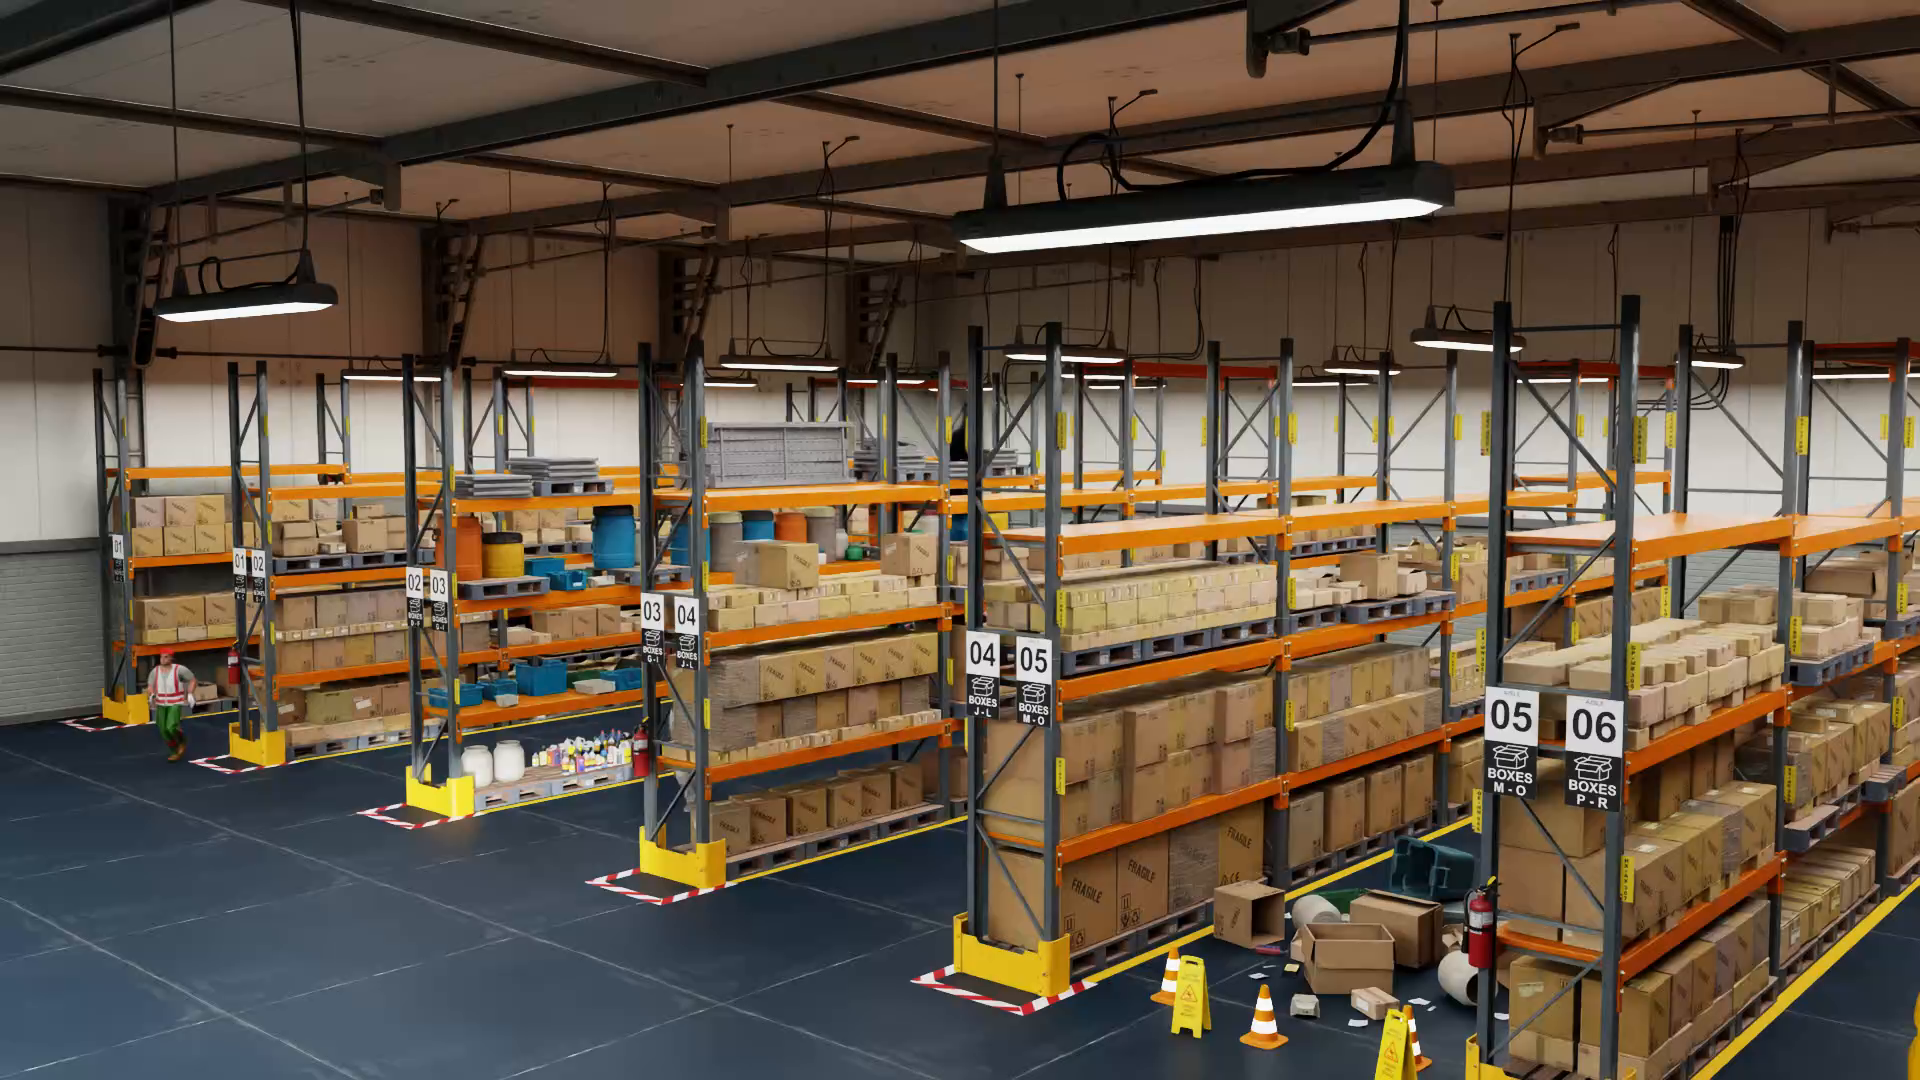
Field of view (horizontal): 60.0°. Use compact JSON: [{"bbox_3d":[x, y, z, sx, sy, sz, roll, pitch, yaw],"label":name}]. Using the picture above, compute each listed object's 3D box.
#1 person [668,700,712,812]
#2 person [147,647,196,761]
[{"bbox_3d":[-3.570,2.763,22.014,0.572,1.609,0.741,2,5,24],"label":"person"},{"bbox_3d":[-11.814,2.463,24.845,0.661,1.735,0.643,0,4,-3],"label":"person"}]
